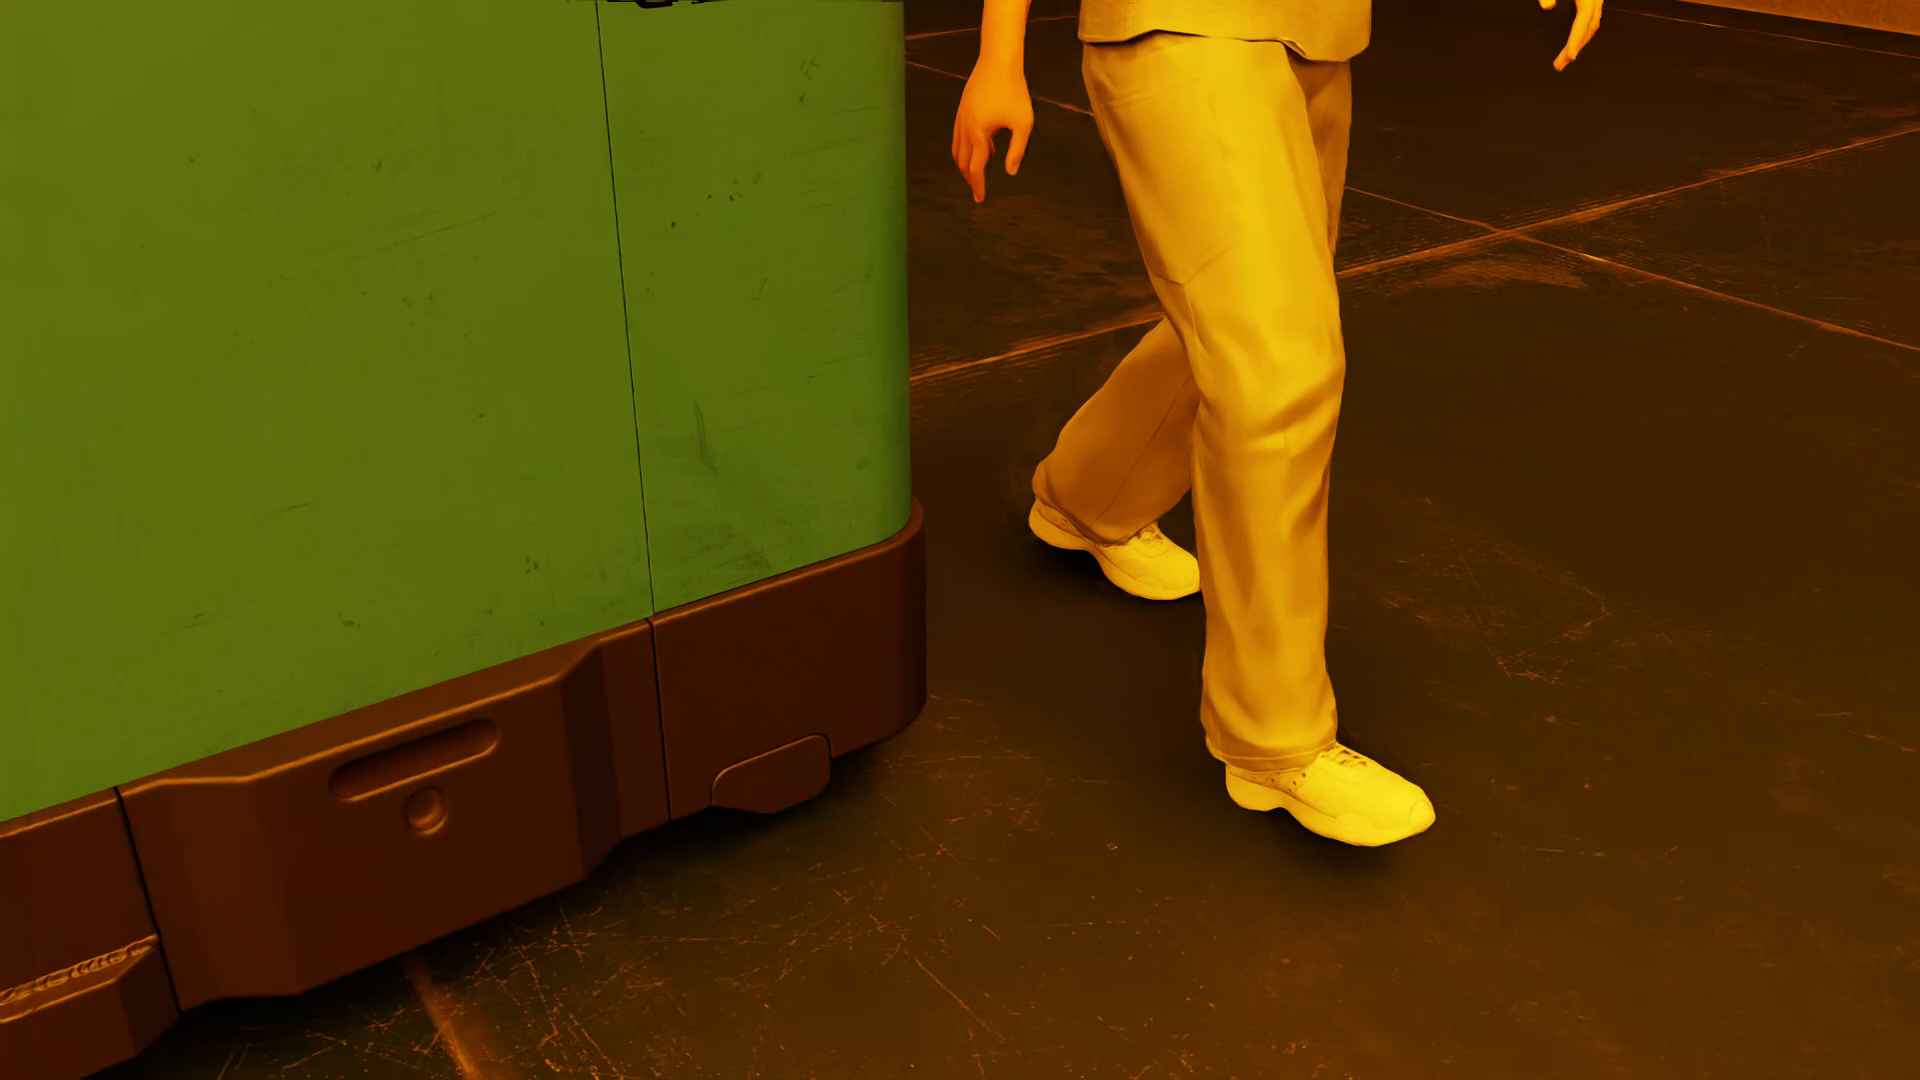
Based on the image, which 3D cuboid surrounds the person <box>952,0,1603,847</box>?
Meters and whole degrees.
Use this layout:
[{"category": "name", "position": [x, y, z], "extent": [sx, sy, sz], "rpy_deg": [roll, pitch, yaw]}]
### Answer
[{"category": "person", "position": [0.291, -0.518, 1.764], "extent": [0.597, 1.603, 0.869], "rpy_deg": [-24, 35, -39]}]

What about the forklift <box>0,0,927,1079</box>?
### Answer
[{"category": "forklift", "position": [-1.531, -0.840, 0.905], "extent": [3.031, 2.935, 1.130], "rpy_deg": [-18, 32, -32]}]
